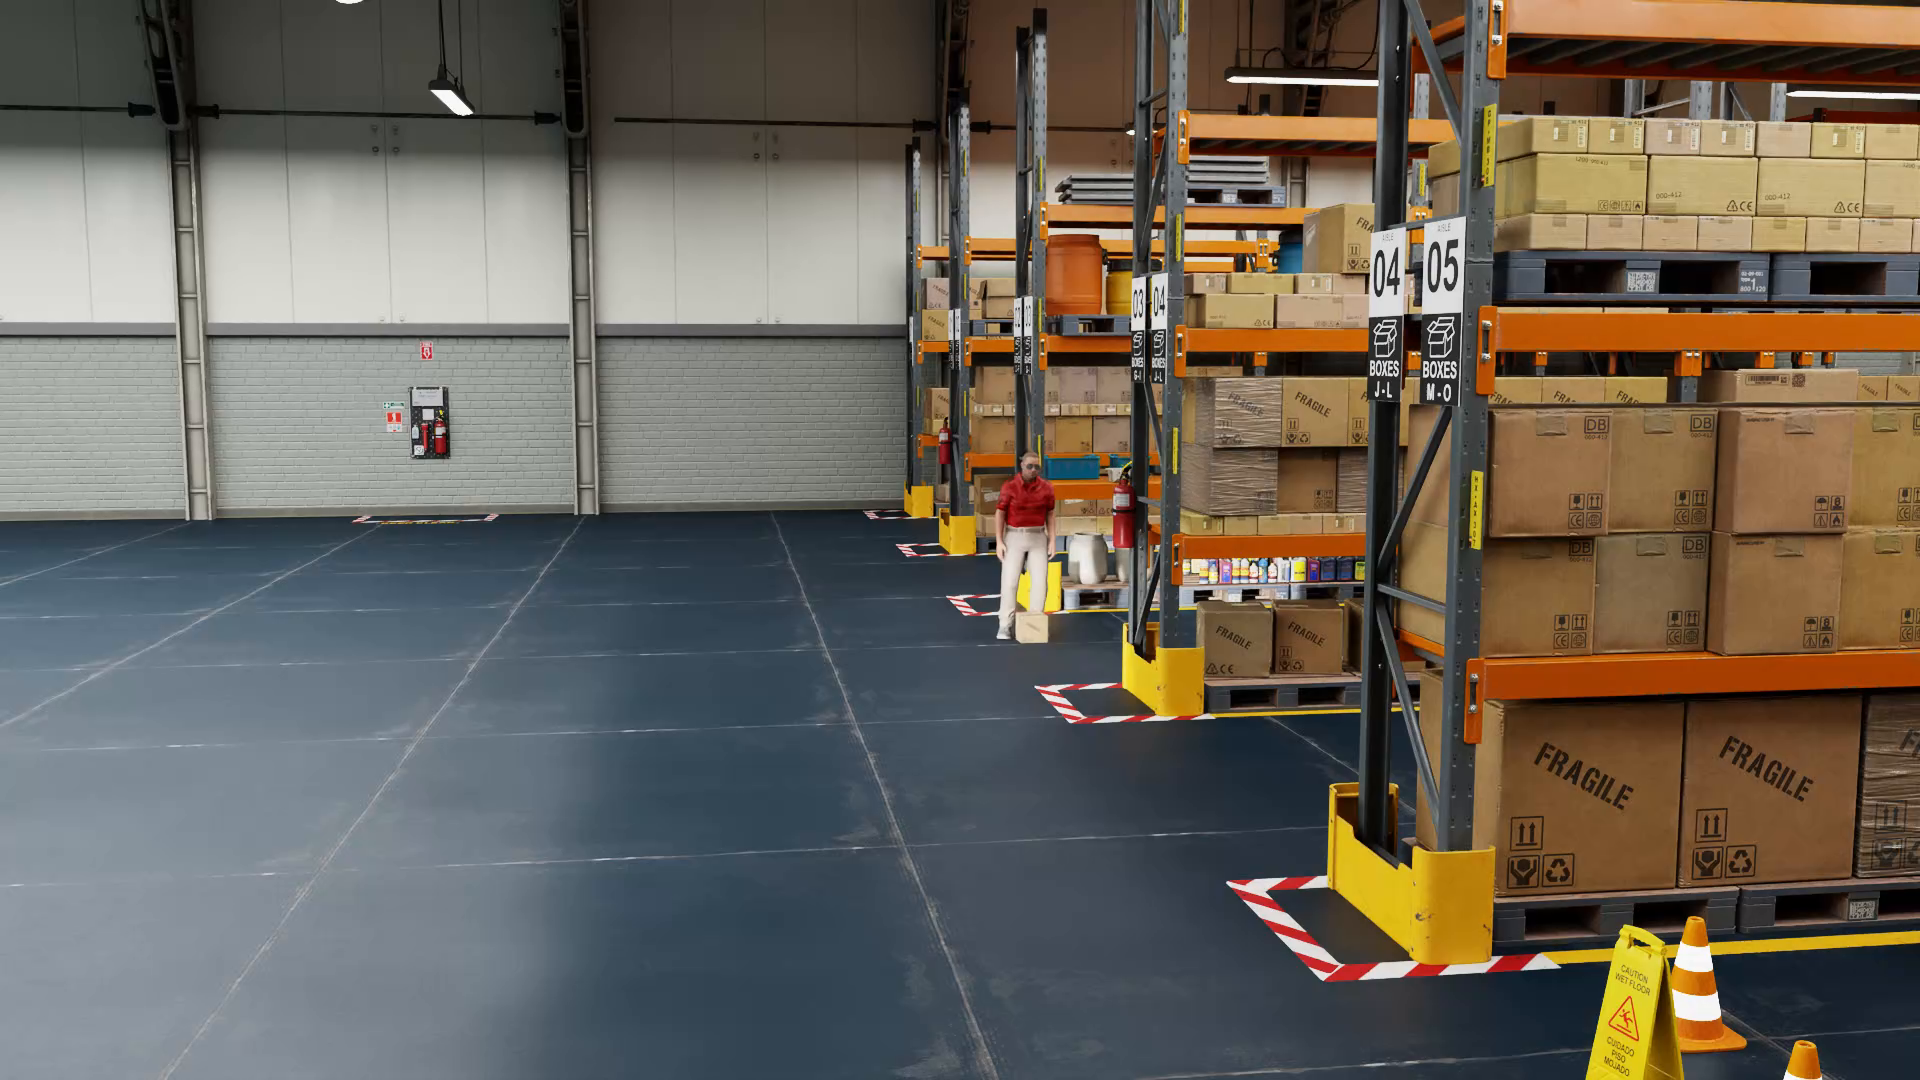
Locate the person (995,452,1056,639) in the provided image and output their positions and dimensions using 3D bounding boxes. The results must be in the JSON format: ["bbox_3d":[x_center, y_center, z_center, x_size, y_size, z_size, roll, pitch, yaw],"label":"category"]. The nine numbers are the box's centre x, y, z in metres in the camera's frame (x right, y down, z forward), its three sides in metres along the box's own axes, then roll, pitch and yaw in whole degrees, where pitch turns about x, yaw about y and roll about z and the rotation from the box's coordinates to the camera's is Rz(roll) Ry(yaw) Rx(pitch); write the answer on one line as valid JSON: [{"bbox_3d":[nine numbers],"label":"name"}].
[{"bbox_3d":[0.612,0.041,15.419,0.589,1.725,0.400,-1,7,-12],"label":"person"}]
